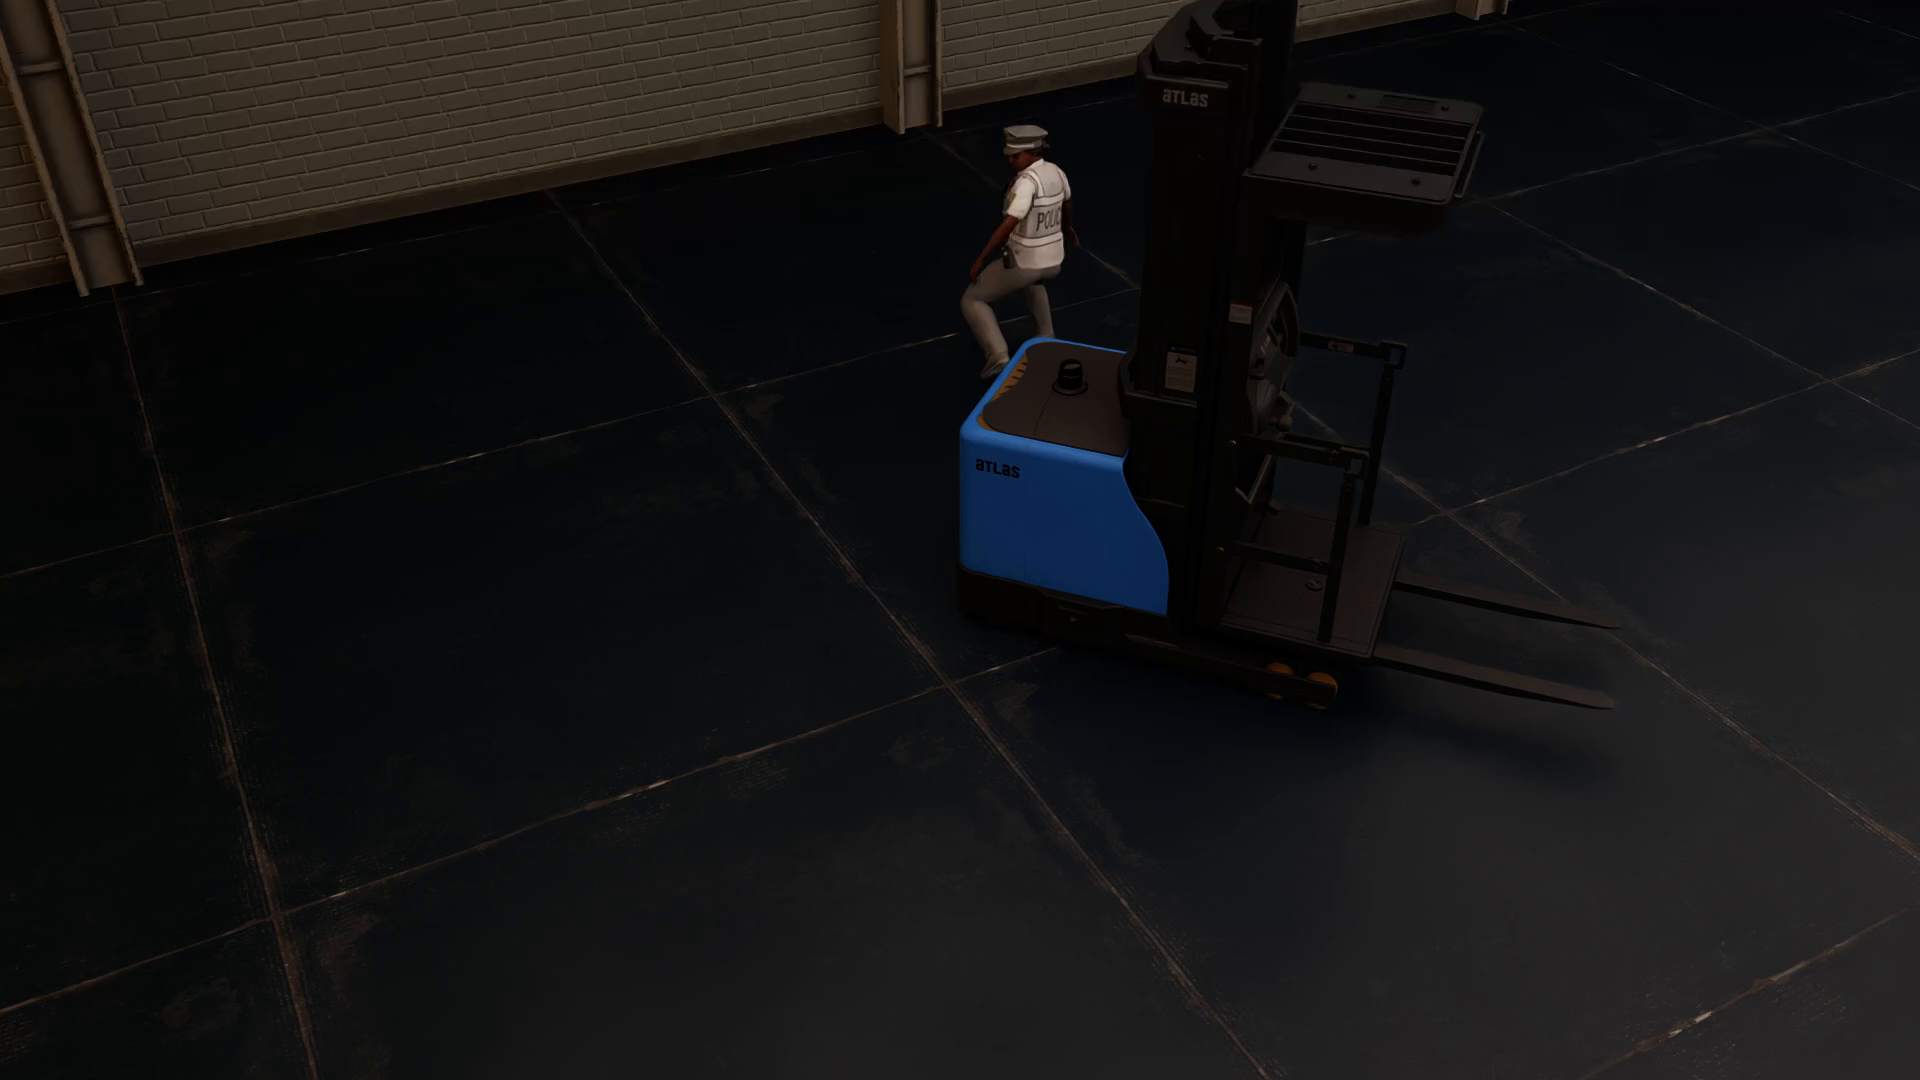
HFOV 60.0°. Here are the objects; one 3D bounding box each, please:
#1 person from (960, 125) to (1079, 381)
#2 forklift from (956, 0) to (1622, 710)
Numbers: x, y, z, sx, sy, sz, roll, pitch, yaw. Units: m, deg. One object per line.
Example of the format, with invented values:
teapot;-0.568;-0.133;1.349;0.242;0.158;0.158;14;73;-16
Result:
person;0.392;-1.686;9.770;0.995;1.548;0.485;-30;45;-35
forklift;1.553;-0.777;7.222;3.031;2.935;1.130;13;37;17
